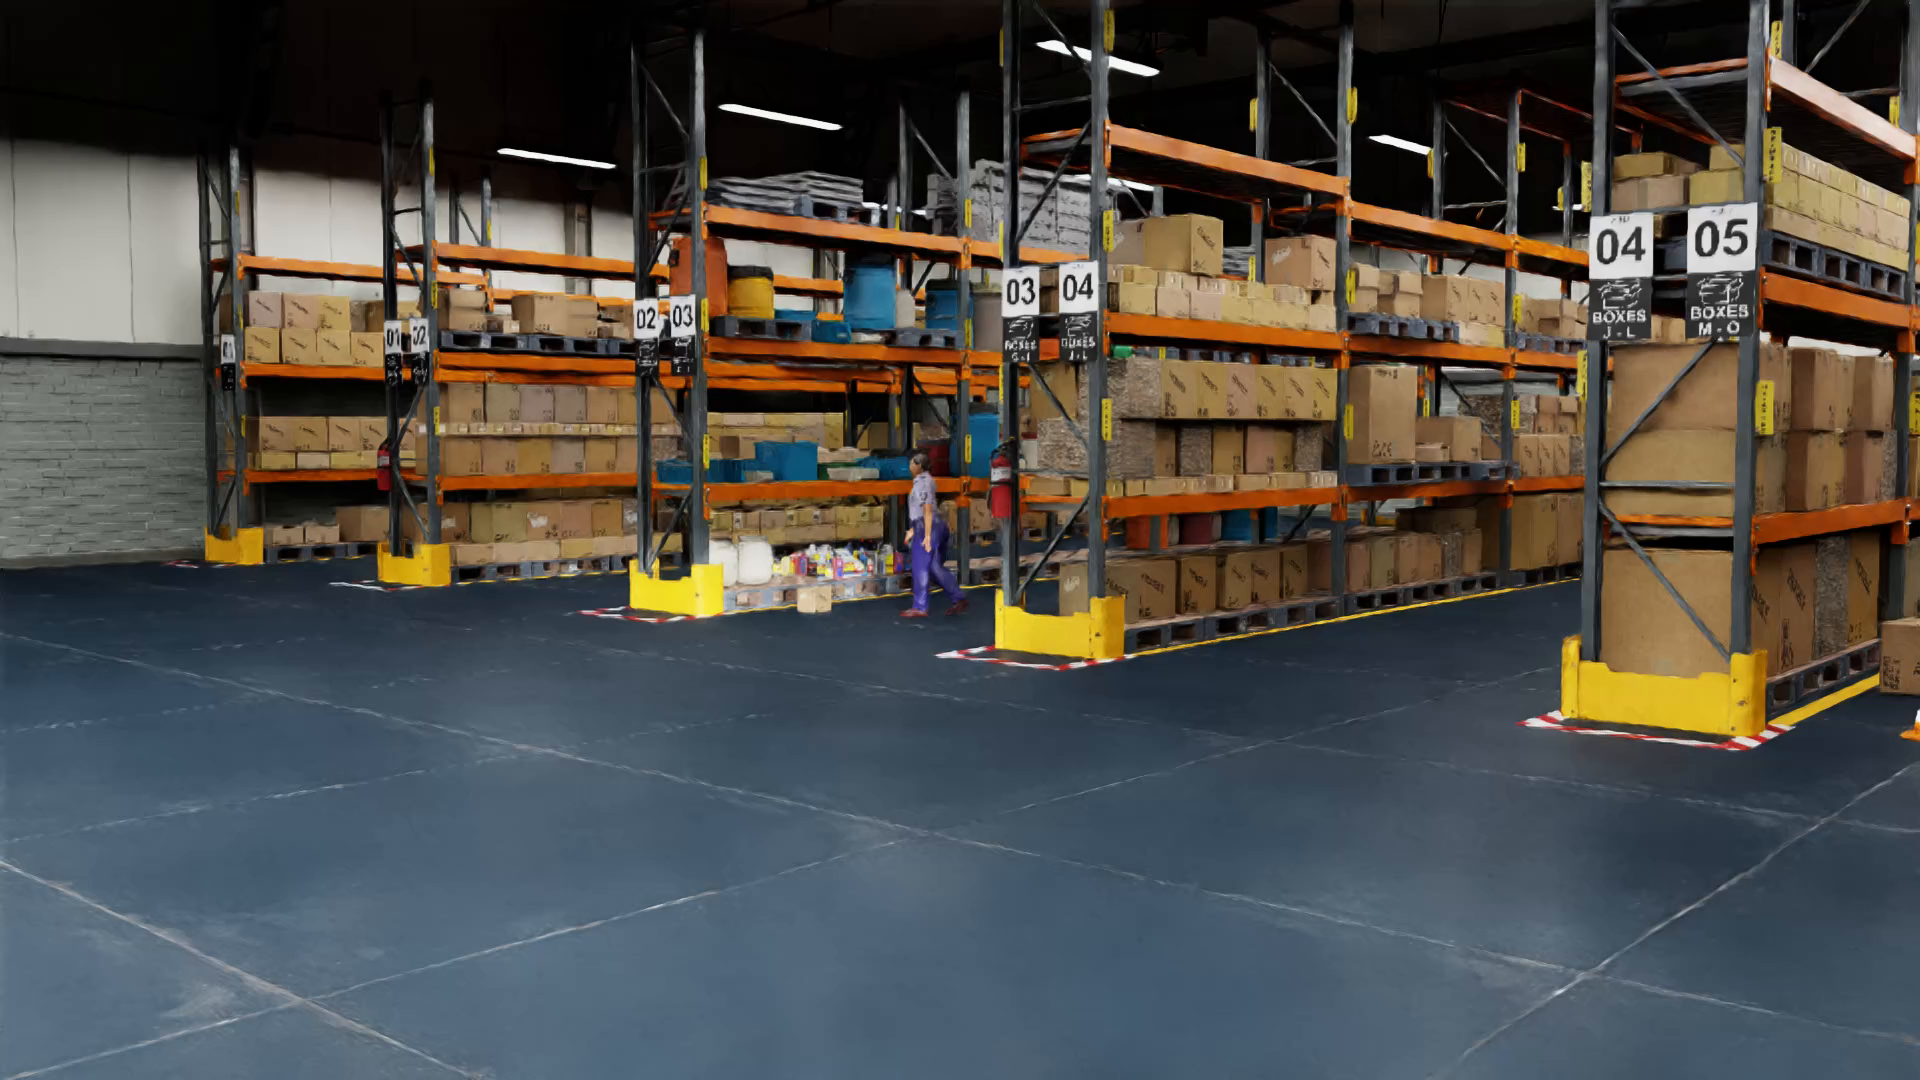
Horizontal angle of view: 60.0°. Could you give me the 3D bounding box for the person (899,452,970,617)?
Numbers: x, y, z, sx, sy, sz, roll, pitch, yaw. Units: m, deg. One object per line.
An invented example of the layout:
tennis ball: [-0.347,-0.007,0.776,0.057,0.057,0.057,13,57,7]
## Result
person: [-0.277,-0.043,16.435,0.716,1.621,0.500,1,4,17]
